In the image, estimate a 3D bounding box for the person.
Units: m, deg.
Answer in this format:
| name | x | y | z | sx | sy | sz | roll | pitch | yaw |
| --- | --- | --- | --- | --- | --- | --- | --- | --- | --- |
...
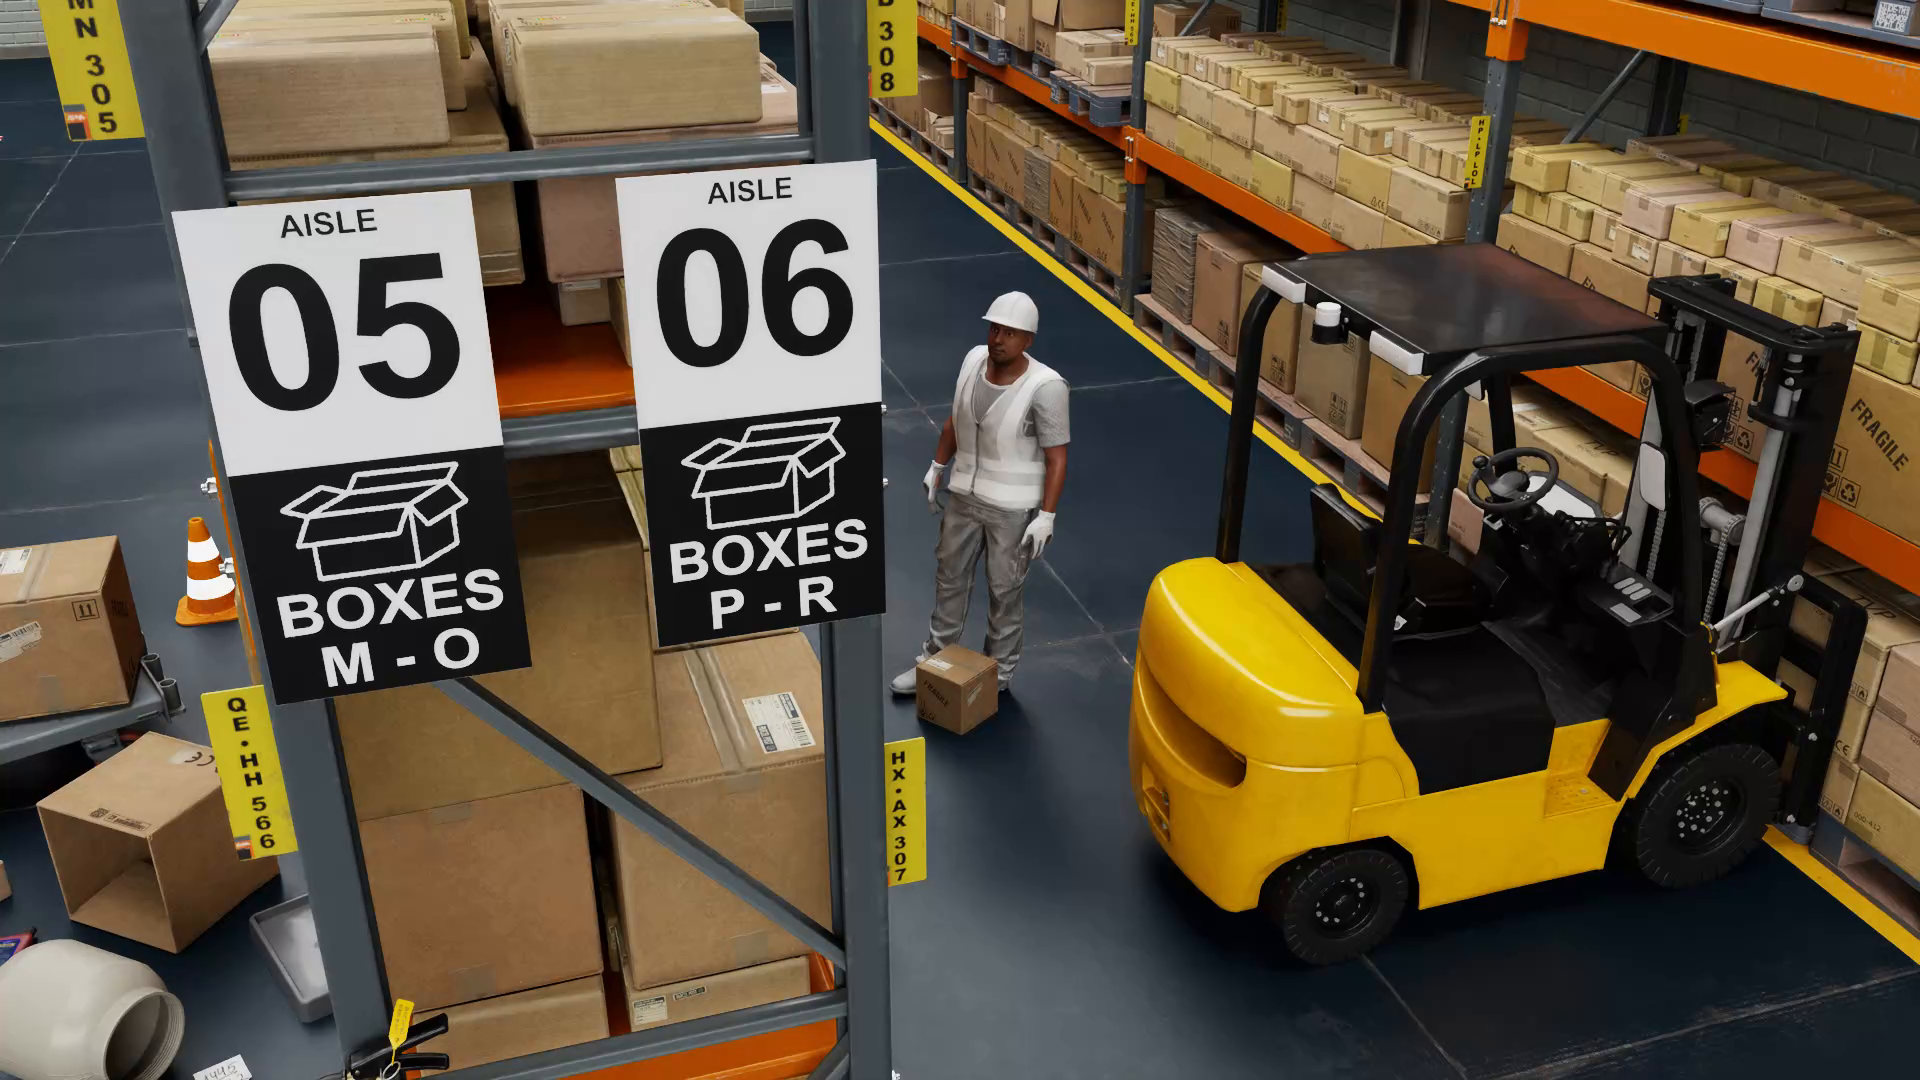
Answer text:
| name | x | y | z | sx | sy | sz | roll | pitch | yaw |
| --- | --- | --- | --- | --- | --- | --- | --- | --- | --- |
| person | 0.092 | -0.140 | 6.857 | 0.656 | 1.786 | 0.575 | 21 | 33 | 36 |
